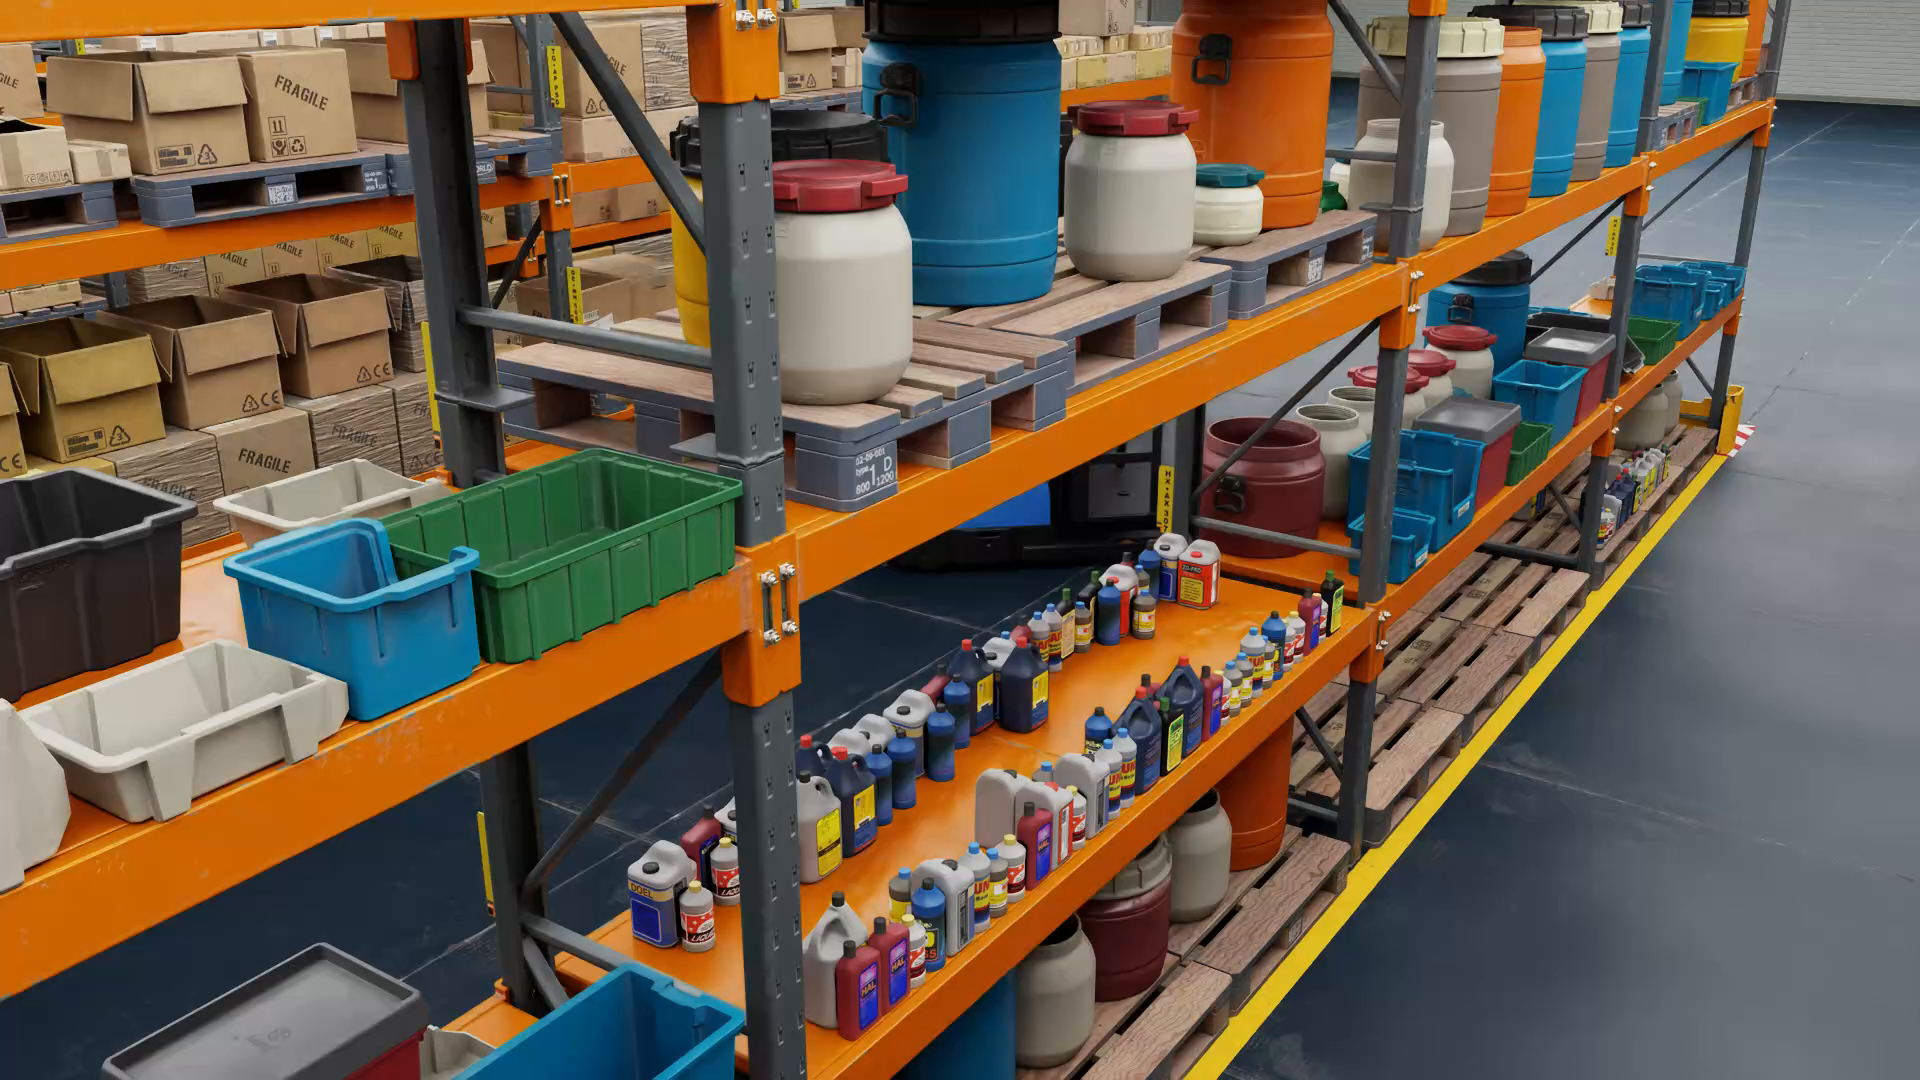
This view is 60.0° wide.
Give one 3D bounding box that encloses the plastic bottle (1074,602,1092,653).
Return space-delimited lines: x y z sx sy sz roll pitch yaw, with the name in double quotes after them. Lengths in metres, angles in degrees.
0.487 0.350 6.780 0.097 0.201 0.097 0 20 0 "plastic bottle"

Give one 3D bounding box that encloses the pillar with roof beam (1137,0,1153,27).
8.806 -16.721 43.999 9.100 9.000 0.400 13 24 32 "pillar with roof beam"

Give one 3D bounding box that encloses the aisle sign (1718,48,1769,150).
6.204 -3.480 13.102 0.394 0.787 0.004 13 24 32 "aisle sign"

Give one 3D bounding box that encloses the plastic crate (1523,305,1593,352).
4.067 -1.451 11.579 0.499 0.251 0.616 13 24 32 "plastic crate"

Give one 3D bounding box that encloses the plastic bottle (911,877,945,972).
-0.089 1.080 4.706 0.097 0.271 0.097 0 20 0 "plastic bottle"

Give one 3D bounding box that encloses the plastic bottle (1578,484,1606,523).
4.347 -0.293 11.418 0.144 0.351 0.185 13 24 32 "plastic bottle"

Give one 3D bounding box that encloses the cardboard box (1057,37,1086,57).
0.829 -4.135 13.938 0.380 0.149 0.250 14 24 33 "cardboard box"

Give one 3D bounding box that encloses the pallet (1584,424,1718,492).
5.453 -0.727 13.427 1.003 0.211 1.213 13 24 32 "pallet"

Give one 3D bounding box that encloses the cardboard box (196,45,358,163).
-3.371 -2.166 8.223 0.500 0.500 0.500 15 25 35 "cardboard box"

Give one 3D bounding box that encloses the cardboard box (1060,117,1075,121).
0.720 -3.529 14.968 0.500 0.500 0.500 13 24 32 "cardboard box"

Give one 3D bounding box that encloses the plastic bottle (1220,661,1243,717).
1.008 0.553 6.233 0.097 0.201 0.097 0 20 0 "plastic bottle"

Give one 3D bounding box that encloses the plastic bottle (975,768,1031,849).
0.142 0.849 5.324 0.152 0.276 0.135 13 24 32 "plastic bottle"

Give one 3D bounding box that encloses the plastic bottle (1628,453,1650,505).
4.811 -0.441 11.818 0.144 0.351 0.185 13 24 31 "plastic bottle"

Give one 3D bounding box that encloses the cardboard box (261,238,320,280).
-5.678 -2.379 13.729 0.500 0.500 0.500 13 24 32 "cardboard box"

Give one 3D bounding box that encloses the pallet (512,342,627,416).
-2.363 -1.104 10.702 1.213 0.211 1.003 13 24 32 "pallet"

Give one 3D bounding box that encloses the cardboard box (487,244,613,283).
-4.061 -2.480 16.603 0.875 0.875 0.875 14 24 33 "cardboard box"

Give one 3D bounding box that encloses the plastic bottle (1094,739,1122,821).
0.486 0.787 5.500 0.097 0.271 0.097 0 20 0 "plastic bottle"

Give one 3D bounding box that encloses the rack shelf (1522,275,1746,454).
4.794 -1.387 12.228 1.077 0.370 4.000 13 24 32 "rack shelf"

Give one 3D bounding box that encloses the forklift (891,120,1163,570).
0.982 -1.385 11.284 3.031 2.935 1.130 -3 20 -7 "forklift"

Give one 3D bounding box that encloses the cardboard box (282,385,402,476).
-3.322 -0.534 8.741 0.500 0.500 0.500 12 24 30 "cardboard box"

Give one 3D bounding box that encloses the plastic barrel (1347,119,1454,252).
1.849 -1.491 6.988 0.421 0.512 0.421 0 20 0 "plastic barrel"

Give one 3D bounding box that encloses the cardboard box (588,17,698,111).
-1.910 -2.886 10.056 0.500 0.500 0.500 13 24 32 "cardboard box"

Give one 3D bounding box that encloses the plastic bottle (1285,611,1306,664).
1.336 0.385 6.686 0.097 0.201 0.097 0 20 0 "plastic bottle"

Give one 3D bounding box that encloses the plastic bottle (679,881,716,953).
-0.760 1.081 4.805 0.097 0.201 0.097 0 20 0 "plastic bottle"

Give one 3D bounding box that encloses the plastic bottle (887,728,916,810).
-0.195 0.760 5.572 0.097 0.271 0.097 0 20 0 "plastic bottle"

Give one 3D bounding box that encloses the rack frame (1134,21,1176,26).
1.822 -6.078 15.225 1.000 3.000 0.127 13 24 32 "rack frame"

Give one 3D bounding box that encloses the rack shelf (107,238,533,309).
-5.597 -2.201 14.430 1.077 0.370 4.000 13 24 32 "rack shelf"

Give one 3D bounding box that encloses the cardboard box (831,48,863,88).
-0.873 -3.368 11.811 0.396 0.266 0.258 14 25 34 "cardboard box"

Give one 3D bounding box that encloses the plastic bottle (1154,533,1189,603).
0.910 0.116 7.305 0.152 0.276 0.135 13 24 32 "plastic bottle"

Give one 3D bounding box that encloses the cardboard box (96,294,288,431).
-3.840 -0.899 8.283 0.797 0.503 0.637 14 25 34 "cardboard box"

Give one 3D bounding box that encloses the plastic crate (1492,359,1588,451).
3.306 -0.766 9.535 0.392 0.384 0.575 13 24 32 "plastic crate"

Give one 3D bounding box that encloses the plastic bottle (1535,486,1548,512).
4.037 -0.354 11.689 0.152 0.276 0.135 13 24 32 "plastic bottle"

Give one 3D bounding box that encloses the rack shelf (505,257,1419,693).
0.296 -0.498 5.502 1.077 0.370 4.000 13 24 32 "rack shelf"

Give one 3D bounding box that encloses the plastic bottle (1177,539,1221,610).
1.036 0.146 7.225 0.152 0.276 0.135 13 24 32 "plastic bottle"

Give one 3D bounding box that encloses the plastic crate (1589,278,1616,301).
5.149 -1.980 13.175 0.298 0.136 0.250 13 24 32 "plastic crate"

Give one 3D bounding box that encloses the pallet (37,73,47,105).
-6.403 -3.478 12.793 1.213 0.211 1.003 15 25 34 "pallet"

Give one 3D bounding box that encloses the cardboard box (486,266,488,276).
-5.268 -3.028 19.226 0.797 0.503 0.637 -2 20 -5 "cardboard box"

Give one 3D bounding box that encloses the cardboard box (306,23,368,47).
-5.276 -4.176 13.786 0.500 0.311 0.500 12 24 30 "cardboard box"

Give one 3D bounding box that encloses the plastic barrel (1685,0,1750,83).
5.382 -3.638 12.077 0.600 0.588 0.600 0 20 0 "plastic barrel"

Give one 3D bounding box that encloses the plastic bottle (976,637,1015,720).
0.131 0.514 6.229 0.152 0.276 0.135 13 24 32 "plastic bottle"

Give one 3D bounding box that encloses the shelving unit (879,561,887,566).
-0.651 -0.468 11.301 0.258 1.200 0.503 -3 21 -8 "shelving unit"

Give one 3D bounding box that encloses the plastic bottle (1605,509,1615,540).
4.325 -0.109 11.134 0.097 0.201 0.097 0 20 0 "plastic bottle"

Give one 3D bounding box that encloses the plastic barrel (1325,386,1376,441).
2.059 -0.513 8.667 0.421 0.512 0.421 0 20 0 "plastic barrel"

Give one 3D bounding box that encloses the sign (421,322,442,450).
-1.282 -0.374 4.116 0.100 0.325 0.005 13 24 32 "sign"

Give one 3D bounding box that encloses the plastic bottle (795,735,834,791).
-0.478 0.787 5.384 0.144 0.351 0.185 13 24 32 "plastic bottle"

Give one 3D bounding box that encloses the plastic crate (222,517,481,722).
-1.076 0.140 2.980 0.416 0.233 0.300 13 24 32 "plastic crate"

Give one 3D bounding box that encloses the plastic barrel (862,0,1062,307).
0.005 -1.214 5.070 0.600 0.901 0.708 13 24 32 "plastic barrel"

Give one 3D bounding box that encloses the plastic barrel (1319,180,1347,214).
1.517 -1.418 7.174 0.294 0.245 0.294 0 20 0 "plastic barrel"

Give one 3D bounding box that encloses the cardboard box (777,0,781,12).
-2.268 -5.785 17.796 0.500 0.250 0.500 14 24 33 "cardboard box"

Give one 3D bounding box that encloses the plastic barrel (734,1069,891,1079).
-0.508 1.779 5.050 0.600 0.901 0.708 13 24 32 "plastic barrel"

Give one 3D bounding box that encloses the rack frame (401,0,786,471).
-0.828 -1.669 3.305 1.000 3.000 0.127 13 24 32 "rack frame"

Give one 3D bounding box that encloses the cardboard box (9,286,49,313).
-6.759 -1.742 11.908 0.380 0.149 0.250 13 24 32 "cardboard box"

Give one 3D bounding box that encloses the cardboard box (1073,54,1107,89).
0.909 -3.978 14.089 0.500 0.250 0.500 13 24 31 "cardboard box"

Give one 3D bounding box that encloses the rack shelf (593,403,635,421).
-1.551 -1.205 11.736 1.077 0.370 4.000 13 24 32 "rack shelf"

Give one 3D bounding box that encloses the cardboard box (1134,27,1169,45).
1.680 -4.595 15.182 0.380 0.149 0.250 12 24 30 "cardboard box"
